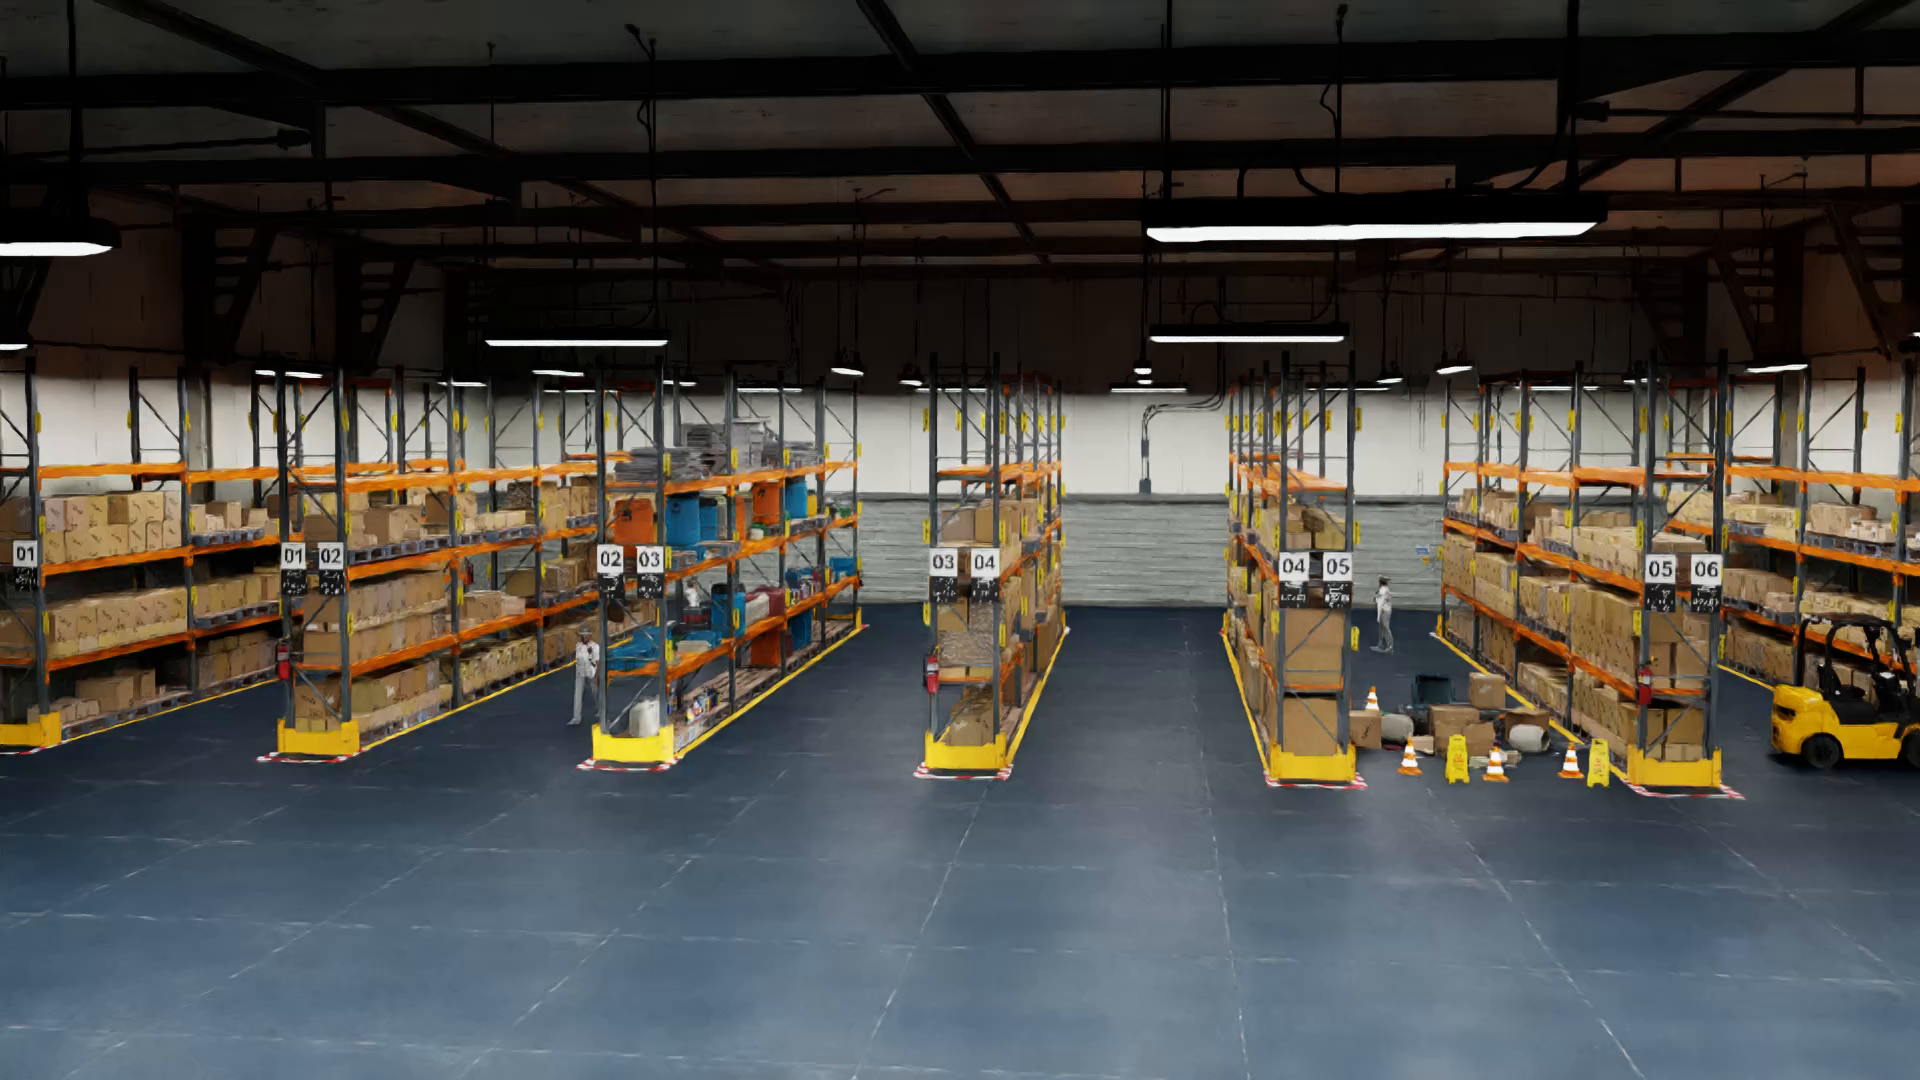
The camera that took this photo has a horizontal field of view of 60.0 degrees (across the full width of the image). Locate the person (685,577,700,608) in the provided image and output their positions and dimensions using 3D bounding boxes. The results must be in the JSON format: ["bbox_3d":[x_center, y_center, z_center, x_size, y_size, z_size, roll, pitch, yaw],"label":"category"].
[{"bbox_3d":[-5.703,1.628,35.665,0.433,1.684,0.553,-1,4,-20],"label":"person"}]

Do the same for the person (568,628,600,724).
[{"bbox_3d":[-6.187,2.234,27.669,0.445,1.590,1.081,0,4,4],"label":"person"}]

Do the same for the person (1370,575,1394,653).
[{"bbox_3d":[9.190,1.600,36.169,0.555,1.660,0.591,2,4,25],"label":"person"}]
